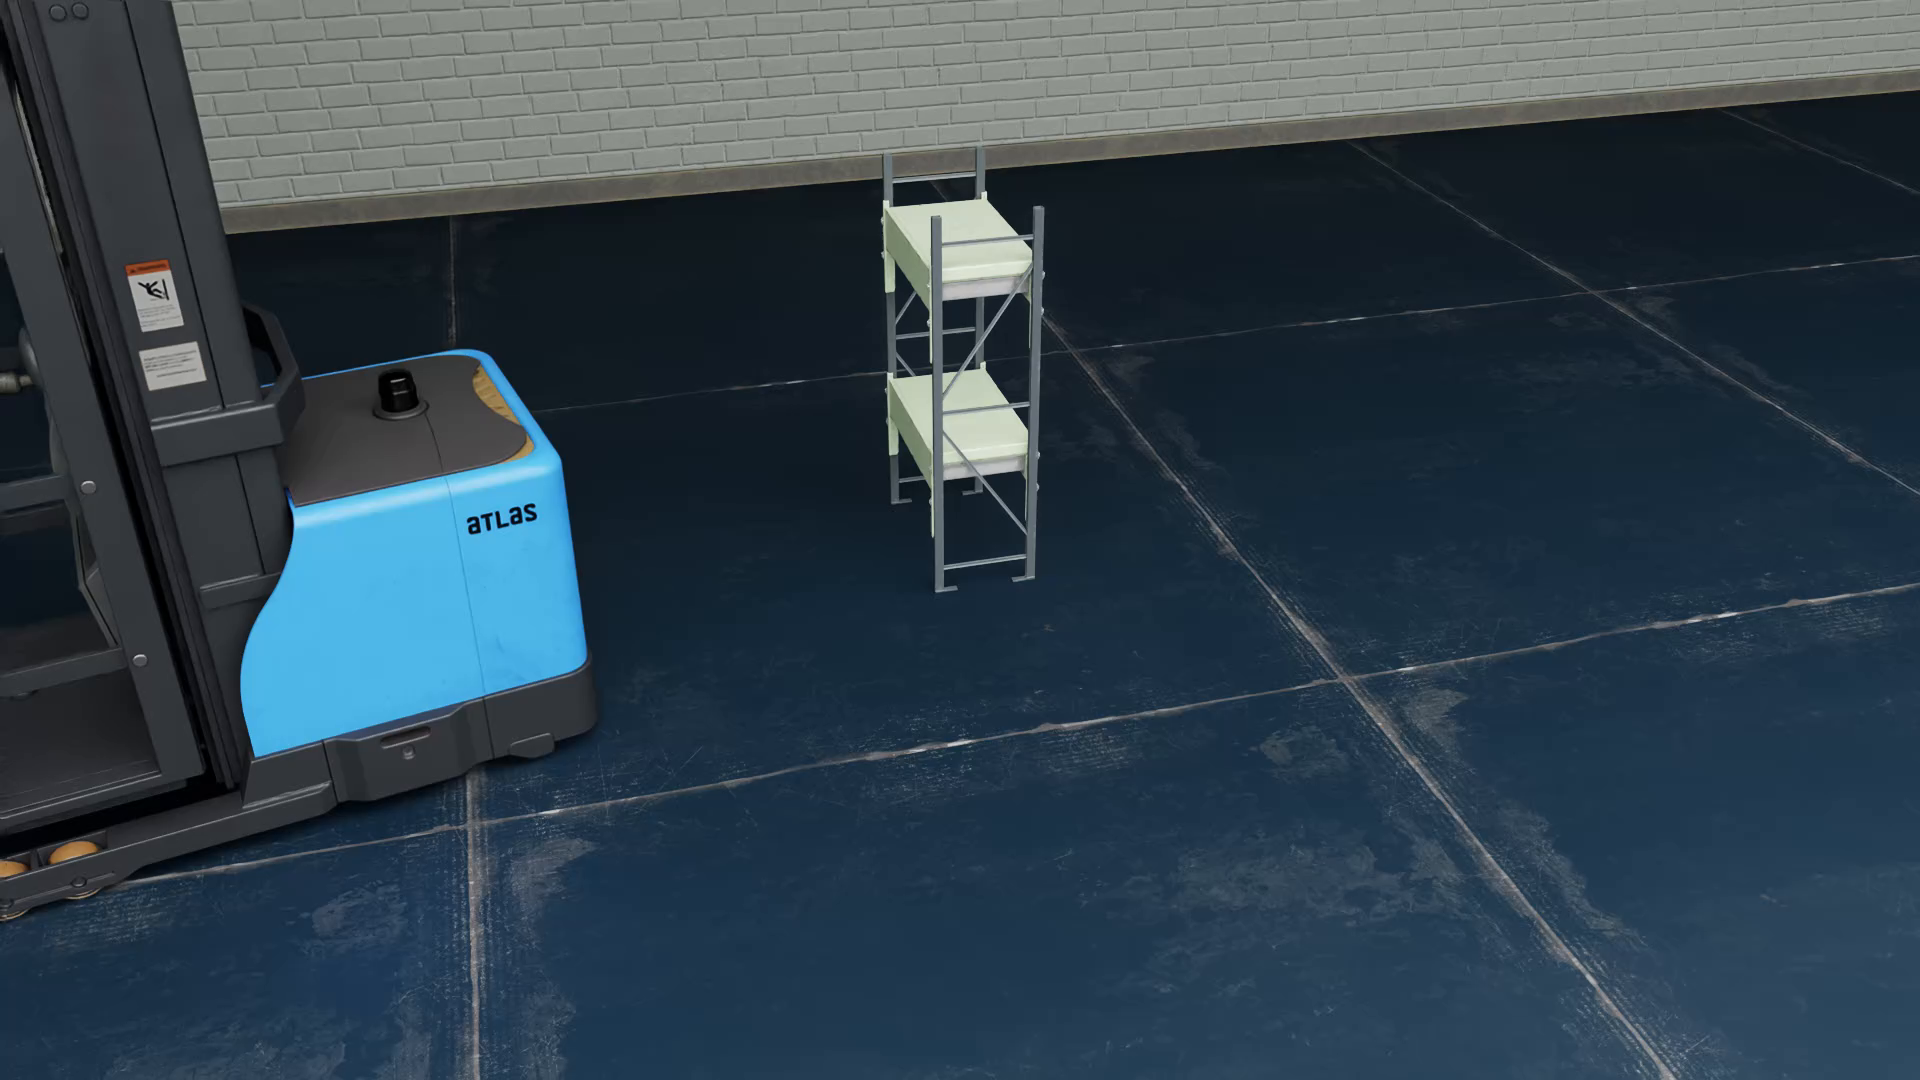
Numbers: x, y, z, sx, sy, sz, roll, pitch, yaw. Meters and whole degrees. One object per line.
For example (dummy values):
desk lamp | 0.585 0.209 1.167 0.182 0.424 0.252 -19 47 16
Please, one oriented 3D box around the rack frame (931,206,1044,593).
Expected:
rack frame | 0.095 -0.476 6.074 0.400 1.500 0.023 -8 31 -13

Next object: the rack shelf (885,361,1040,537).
rack shelf | -0.002 -0.370 6.543 0.431 0.370 0.720 -8 31 -13

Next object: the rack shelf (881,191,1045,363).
rack shelf | -0.002 -0.990 6.184 0.431 0.370 0.720 -8 31 -13

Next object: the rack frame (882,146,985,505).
rack frame | -0.099 -0.829 6.685 0.400 1.500 0.023 -8 31 -13

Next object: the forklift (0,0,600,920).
forklift | -2.757 -0.466 4.629 3.031 2.935 1.130 -15 33 -24

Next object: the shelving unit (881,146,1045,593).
shelving unit | -0.002 -0.652 6.380 0.431 1.500 0.755 -8 31 -13
